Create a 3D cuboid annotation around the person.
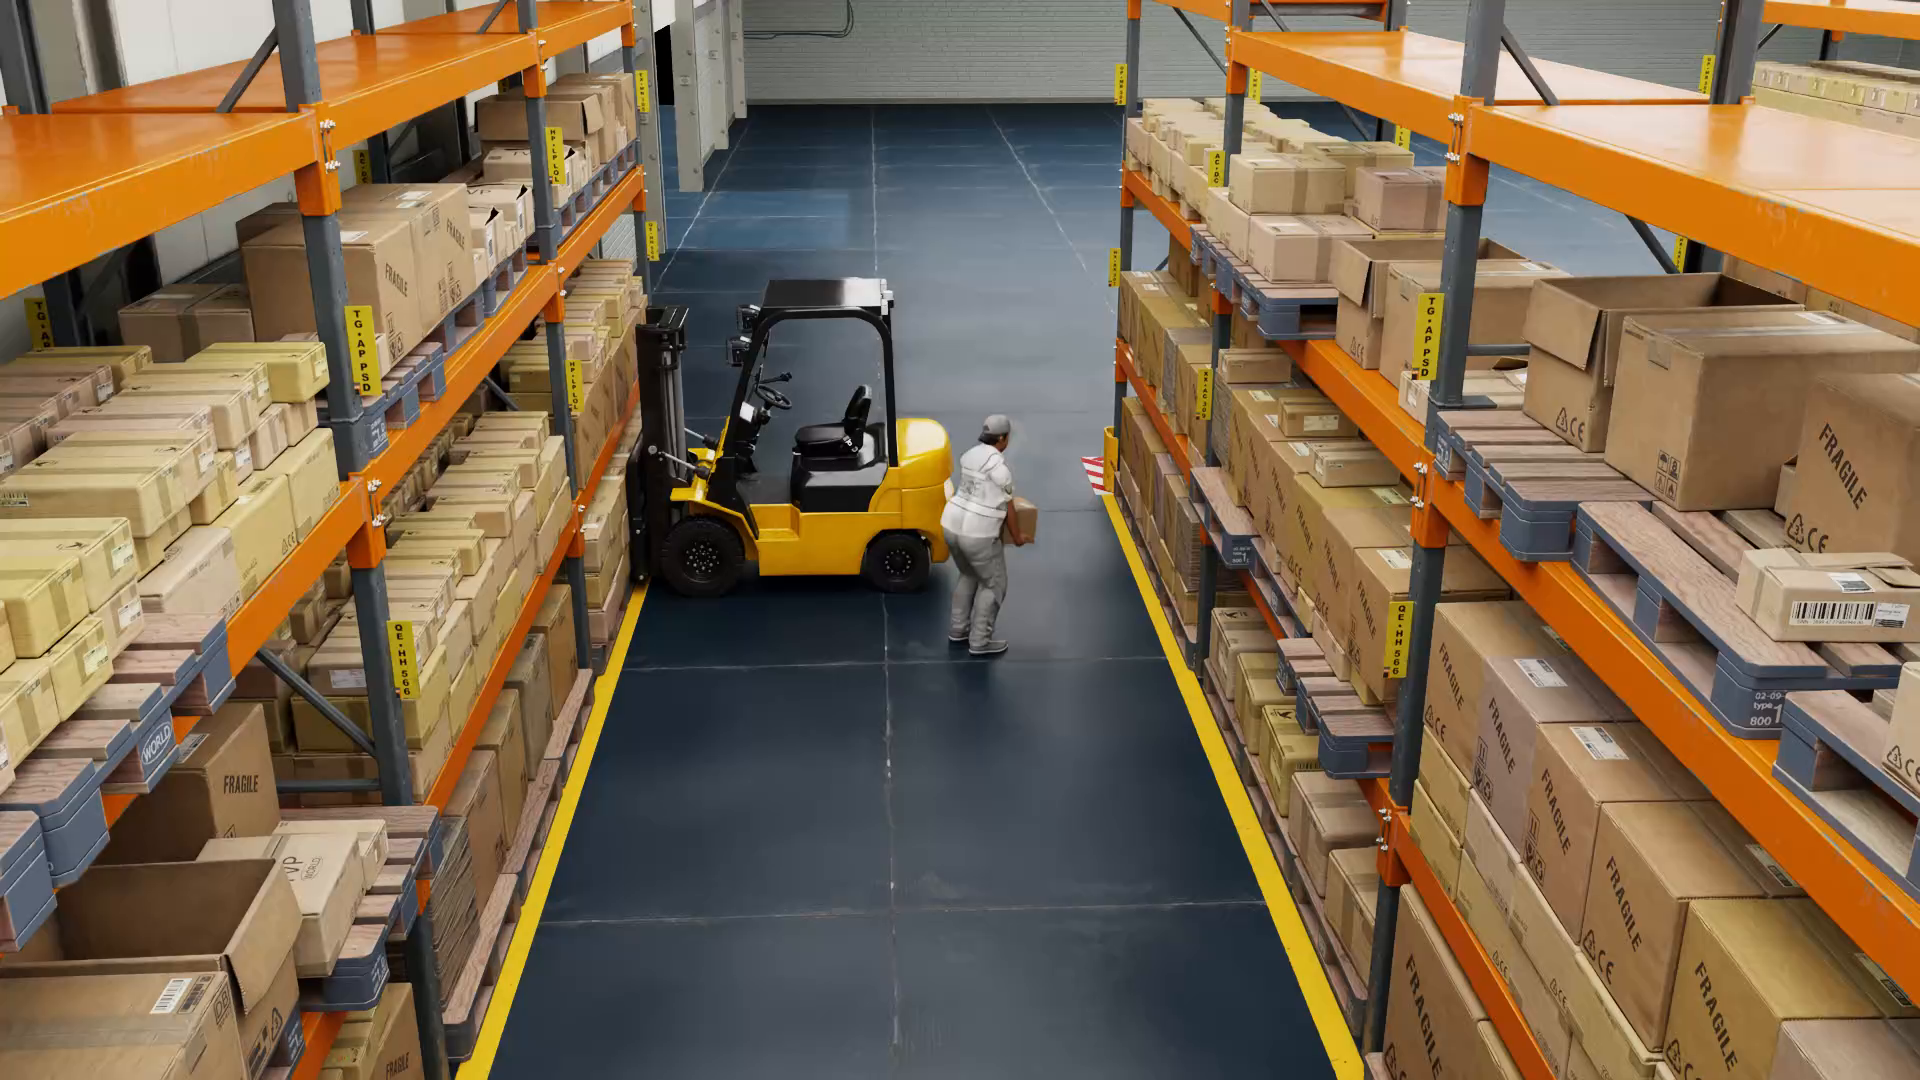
[{"bbox_3d":[0.172,-0.048,11.275,0.599,1.624,0.453,-13,24,-31],"label":"person"}]
